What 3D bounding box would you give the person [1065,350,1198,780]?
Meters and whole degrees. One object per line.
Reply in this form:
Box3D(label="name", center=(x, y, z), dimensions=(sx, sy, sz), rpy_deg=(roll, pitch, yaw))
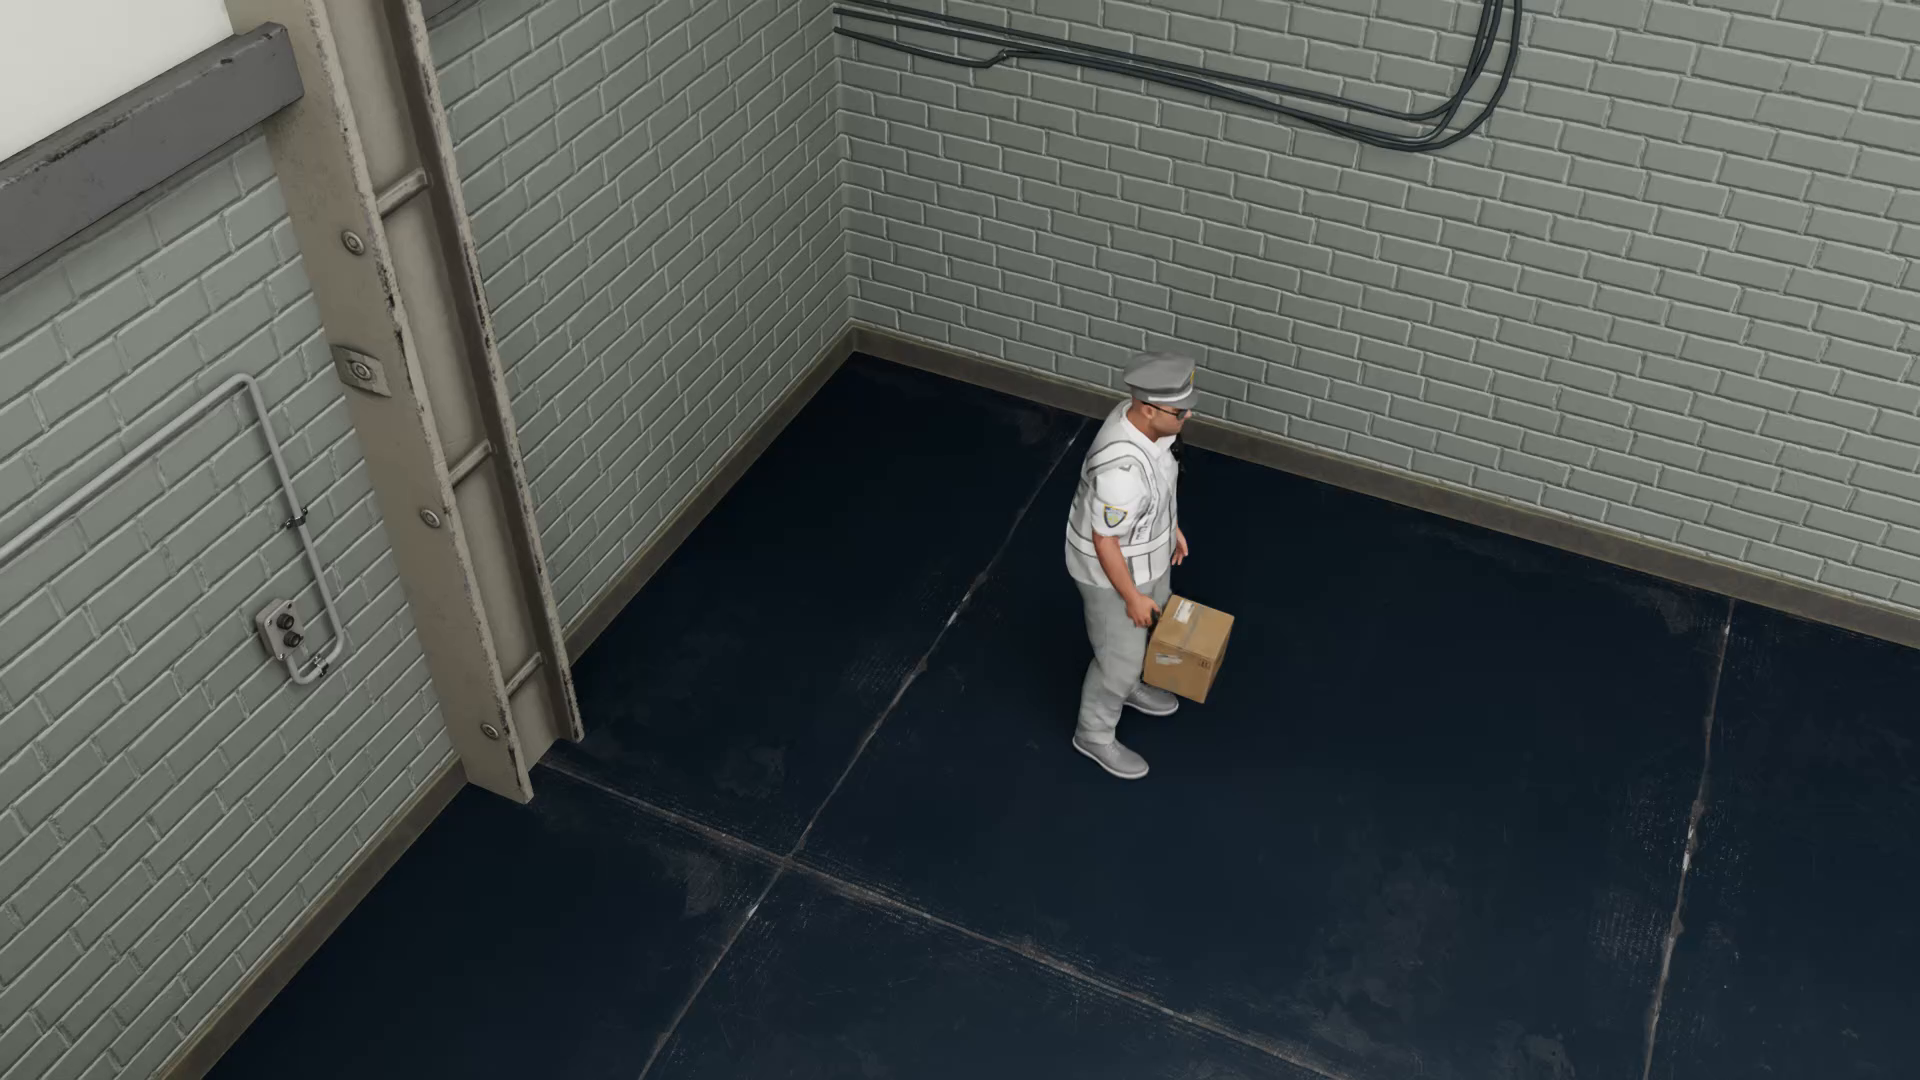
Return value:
Box3D(label="person", center=(0.617, 0.068, 6.075), dimensions=(0.437, 1.751, 0.560), rpy_deg=(16, 44, 17))
